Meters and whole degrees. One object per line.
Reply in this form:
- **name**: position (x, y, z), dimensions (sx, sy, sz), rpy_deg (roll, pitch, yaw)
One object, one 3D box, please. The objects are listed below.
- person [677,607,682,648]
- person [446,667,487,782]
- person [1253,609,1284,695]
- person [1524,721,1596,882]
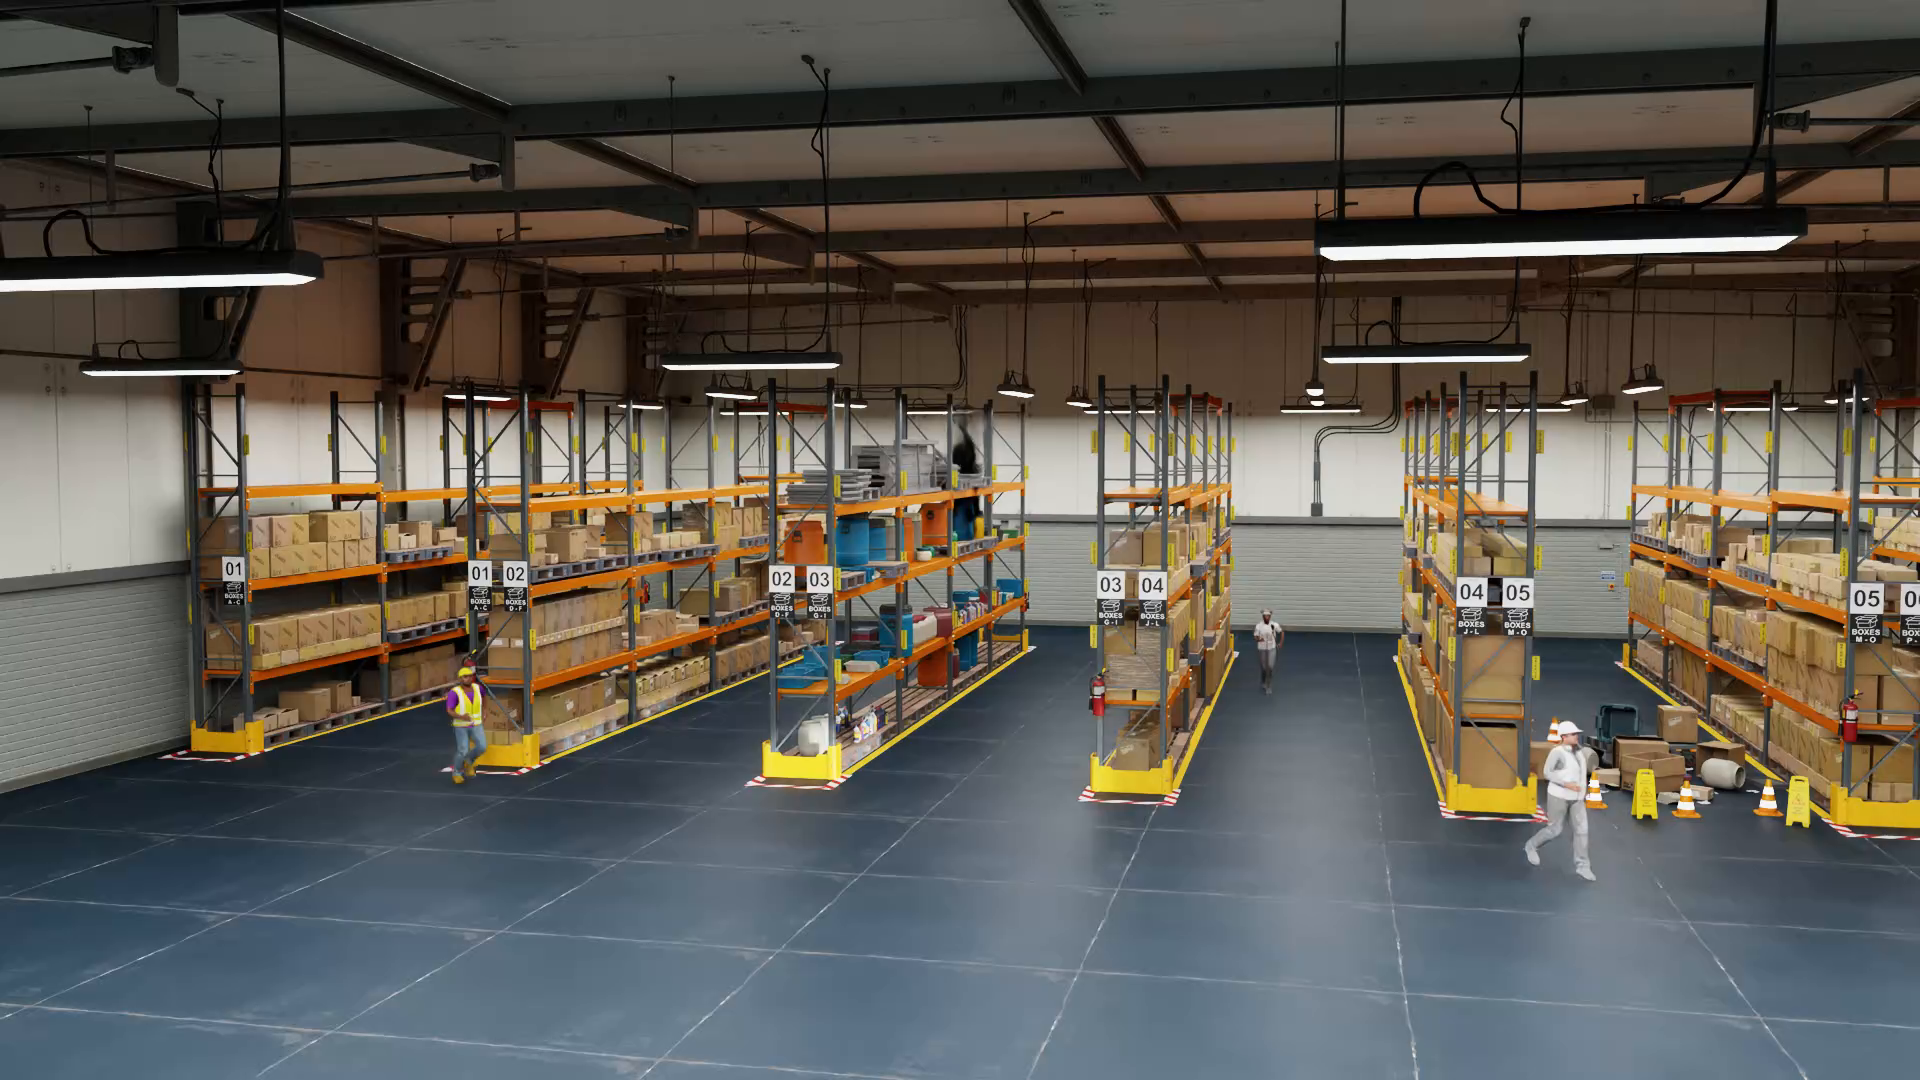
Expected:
- **person**: position (-6.130, 2.067, 37.661), dimensions (0.572, 1.612, 0.759), rpy_deg (1, 3, 18)
- **person**: position (-7.235, 2.729, 24.540), dimensions (0.728, 1.718, 0.749), rpy_deg (-3, 4, -40)
- **person**: position (6.238, 2.252, 33.682), dimensions (0.582, 1.736, 0.765), rpy_deg (1, 3, 18)
- **person**: position (7.076, 3.002, 19.366), dimensions (0.698, 1.771, 0.976), rpy_deg (-2, 4, -28)
